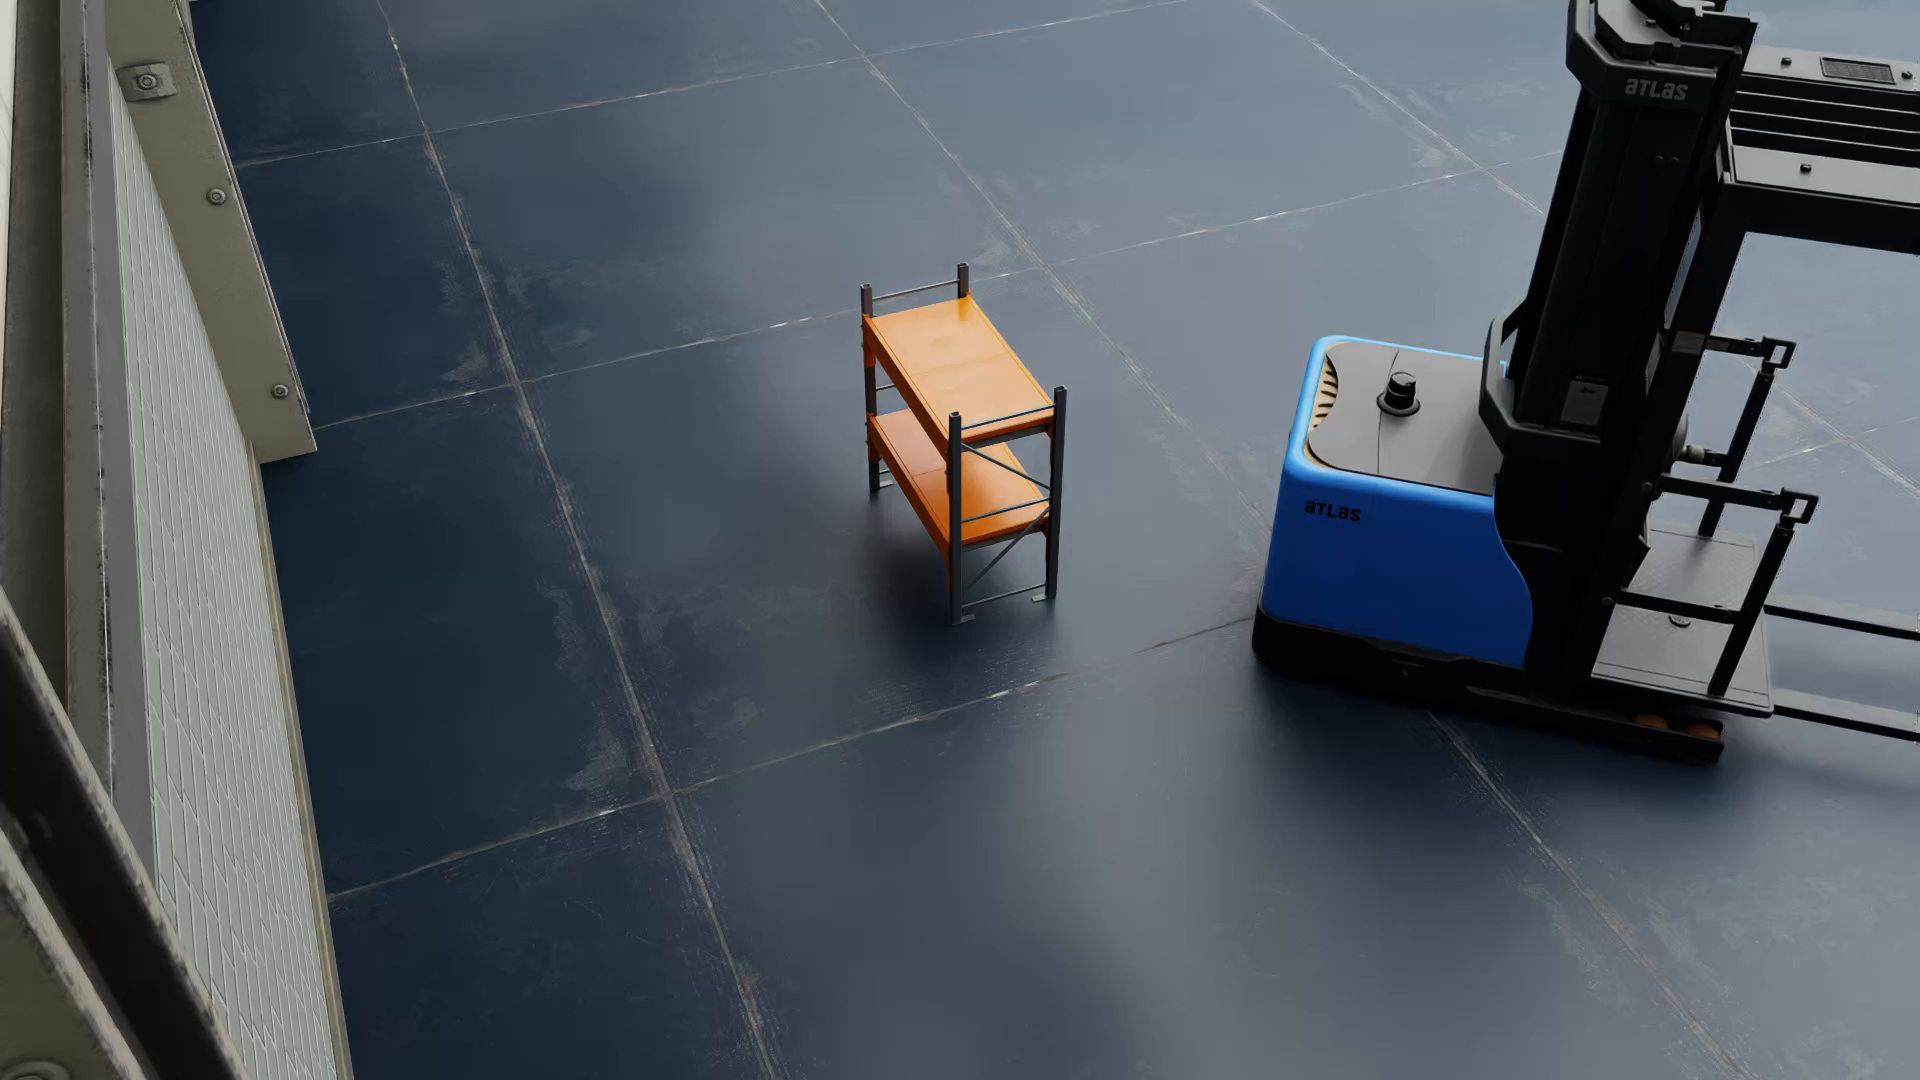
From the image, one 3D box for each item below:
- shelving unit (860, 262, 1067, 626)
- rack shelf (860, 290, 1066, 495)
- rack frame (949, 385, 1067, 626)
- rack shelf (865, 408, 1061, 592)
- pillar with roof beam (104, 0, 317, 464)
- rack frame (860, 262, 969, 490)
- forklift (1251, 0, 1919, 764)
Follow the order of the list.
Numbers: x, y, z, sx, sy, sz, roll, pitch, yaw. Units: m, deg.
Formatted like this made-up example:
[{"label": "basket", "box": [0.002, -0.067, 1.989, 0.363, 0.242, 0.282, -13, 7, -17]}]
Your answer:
[{"label": "shelving unit", "box": [-0.003, -0.431, 7.307, 0.538, 1.125, 1.048, -15, 43, -17]}, {"label": "rack shelf", "box": [-0.003, -0.652, 7.116, 0.538, 0.278, 1.000, -15, 43, -17]}, {"label": "rack frame", "box": [0.192, -0.124, 6.950, 0.500, 1.125, 0.032, -15, 43, -17]}, {"label": "rack shelf", "box": [-0.003, -0.245, 7.466, 0.538, 0.278, 1.000, -15, 43, -17]}, {"label": "pillar with roof beam", "box": [0.597, -5.005, 6.588, 9.100, 9.000, 0.400, -15, 43, -17]}, {"label": "rack frame", "box": [-0.197, -0.737, 7.663, 0.500, 1.125, 0.032, -15, 43, -17]}, {"label": "forklift", "box": [2.809, -0.606, 6.126, 3.031, 2.935, 1.130, 11, 42, 12]}]
